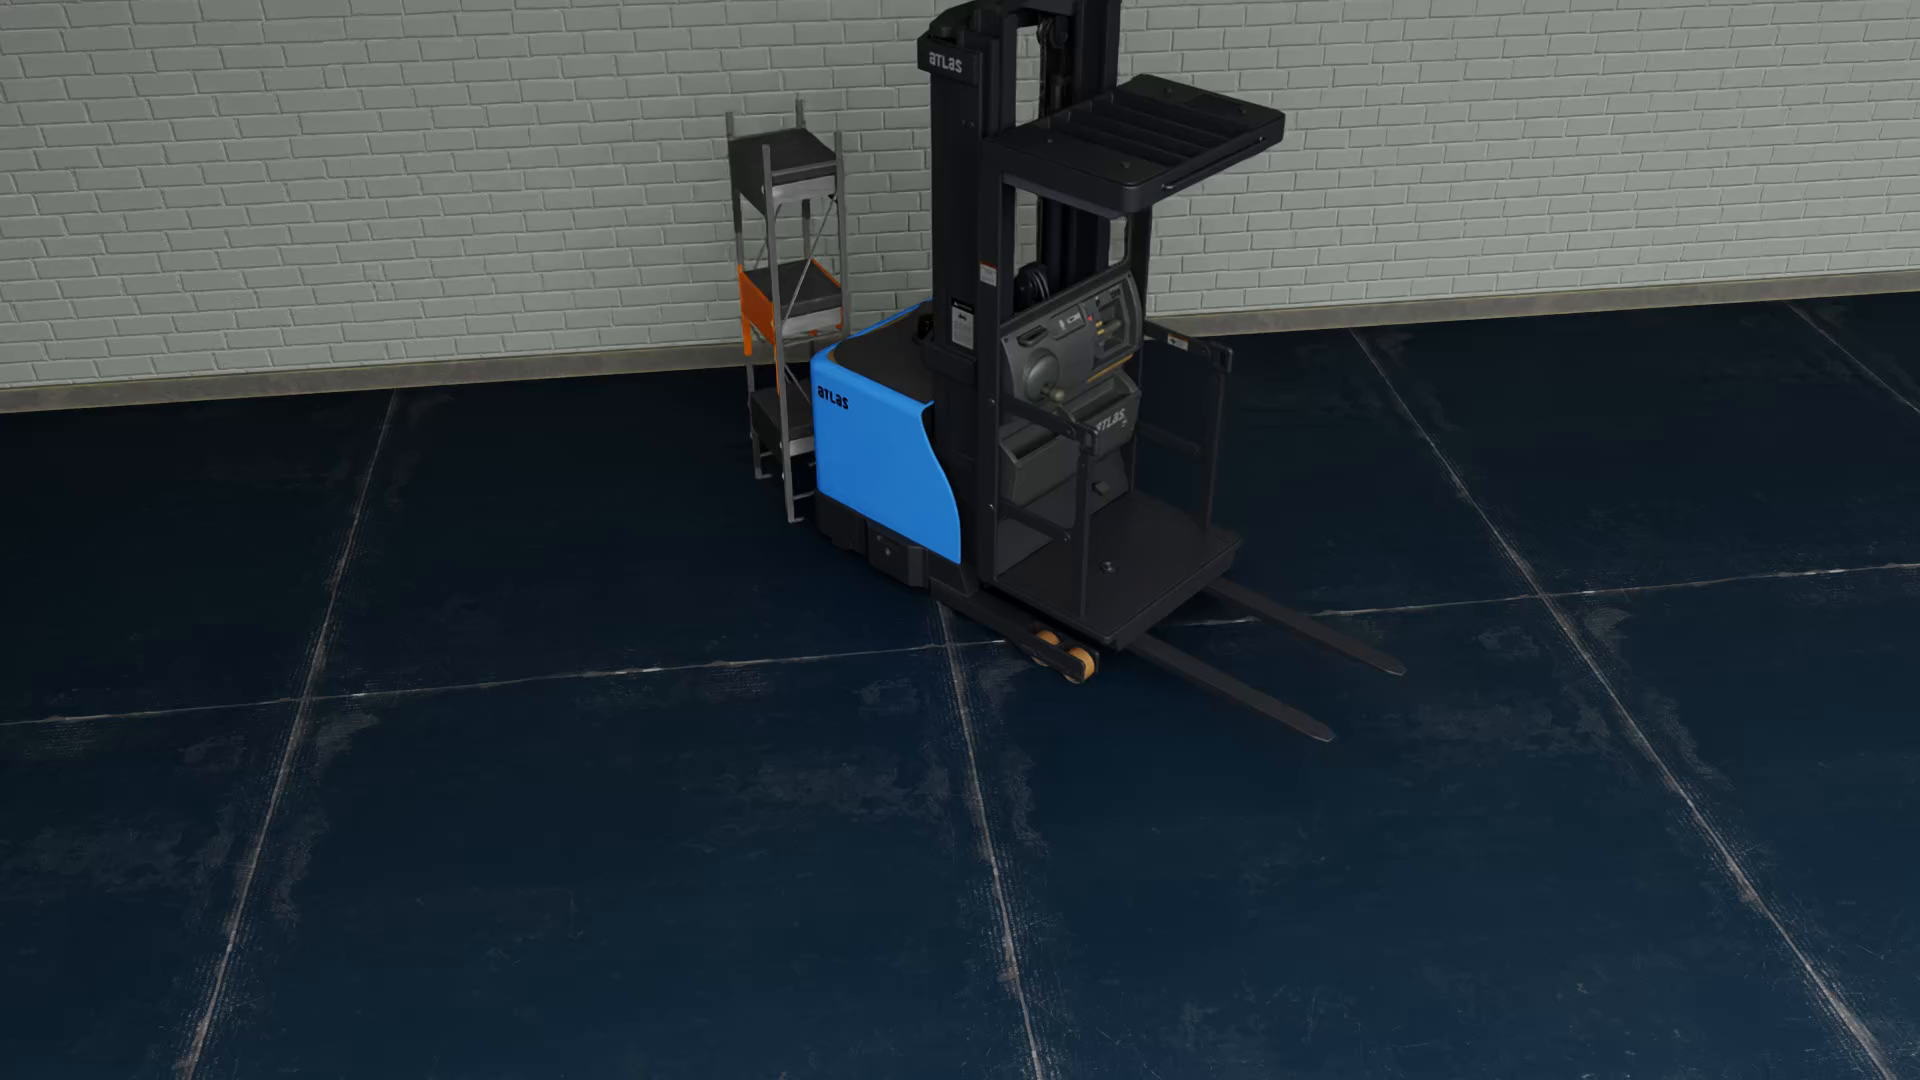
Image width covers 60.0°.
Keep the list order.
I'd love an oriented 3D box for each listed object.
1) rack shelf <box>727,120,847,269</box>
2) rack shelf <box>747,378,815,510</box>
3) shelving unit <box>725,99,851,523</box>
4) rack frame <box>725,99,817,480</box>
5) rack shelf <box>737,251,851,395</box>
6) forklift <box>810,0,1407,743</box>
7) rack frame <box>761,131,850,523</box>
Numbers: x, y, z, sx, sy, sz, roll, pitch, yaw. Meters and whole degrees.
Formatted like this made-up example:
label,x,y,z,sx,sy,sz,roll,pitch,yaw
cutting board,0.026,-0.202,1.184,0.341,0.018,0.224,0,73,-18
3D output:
label,x,y,z,sx,sy,sz,roll,pitch,yaw
rack shelf,-0.848,-1.701,8.163,0.431,0.518,0.480,-16,37,-22
rack shelf,-0.848,-0.544,8.951,0.431,0.518,0.480,-16,37,-22
shelving unit,-0.848,-1.134,8.549,0.431,2.100,0.503,-16,37,-22
rack frame,-0.958,-1.257,8.729,0.400,2.100,0.015,-16,37,-22
rack shelf,-0.848,-1.122,8.557,0.431,0.518,0.480,-16,37,-22
forklift,0.673,-0.877,7.434,3.031,2.935,1.130,27,43,34
rack frame,-0.739,-1.011,8.369,0.400,2.100,0.015,-16,37,-22
